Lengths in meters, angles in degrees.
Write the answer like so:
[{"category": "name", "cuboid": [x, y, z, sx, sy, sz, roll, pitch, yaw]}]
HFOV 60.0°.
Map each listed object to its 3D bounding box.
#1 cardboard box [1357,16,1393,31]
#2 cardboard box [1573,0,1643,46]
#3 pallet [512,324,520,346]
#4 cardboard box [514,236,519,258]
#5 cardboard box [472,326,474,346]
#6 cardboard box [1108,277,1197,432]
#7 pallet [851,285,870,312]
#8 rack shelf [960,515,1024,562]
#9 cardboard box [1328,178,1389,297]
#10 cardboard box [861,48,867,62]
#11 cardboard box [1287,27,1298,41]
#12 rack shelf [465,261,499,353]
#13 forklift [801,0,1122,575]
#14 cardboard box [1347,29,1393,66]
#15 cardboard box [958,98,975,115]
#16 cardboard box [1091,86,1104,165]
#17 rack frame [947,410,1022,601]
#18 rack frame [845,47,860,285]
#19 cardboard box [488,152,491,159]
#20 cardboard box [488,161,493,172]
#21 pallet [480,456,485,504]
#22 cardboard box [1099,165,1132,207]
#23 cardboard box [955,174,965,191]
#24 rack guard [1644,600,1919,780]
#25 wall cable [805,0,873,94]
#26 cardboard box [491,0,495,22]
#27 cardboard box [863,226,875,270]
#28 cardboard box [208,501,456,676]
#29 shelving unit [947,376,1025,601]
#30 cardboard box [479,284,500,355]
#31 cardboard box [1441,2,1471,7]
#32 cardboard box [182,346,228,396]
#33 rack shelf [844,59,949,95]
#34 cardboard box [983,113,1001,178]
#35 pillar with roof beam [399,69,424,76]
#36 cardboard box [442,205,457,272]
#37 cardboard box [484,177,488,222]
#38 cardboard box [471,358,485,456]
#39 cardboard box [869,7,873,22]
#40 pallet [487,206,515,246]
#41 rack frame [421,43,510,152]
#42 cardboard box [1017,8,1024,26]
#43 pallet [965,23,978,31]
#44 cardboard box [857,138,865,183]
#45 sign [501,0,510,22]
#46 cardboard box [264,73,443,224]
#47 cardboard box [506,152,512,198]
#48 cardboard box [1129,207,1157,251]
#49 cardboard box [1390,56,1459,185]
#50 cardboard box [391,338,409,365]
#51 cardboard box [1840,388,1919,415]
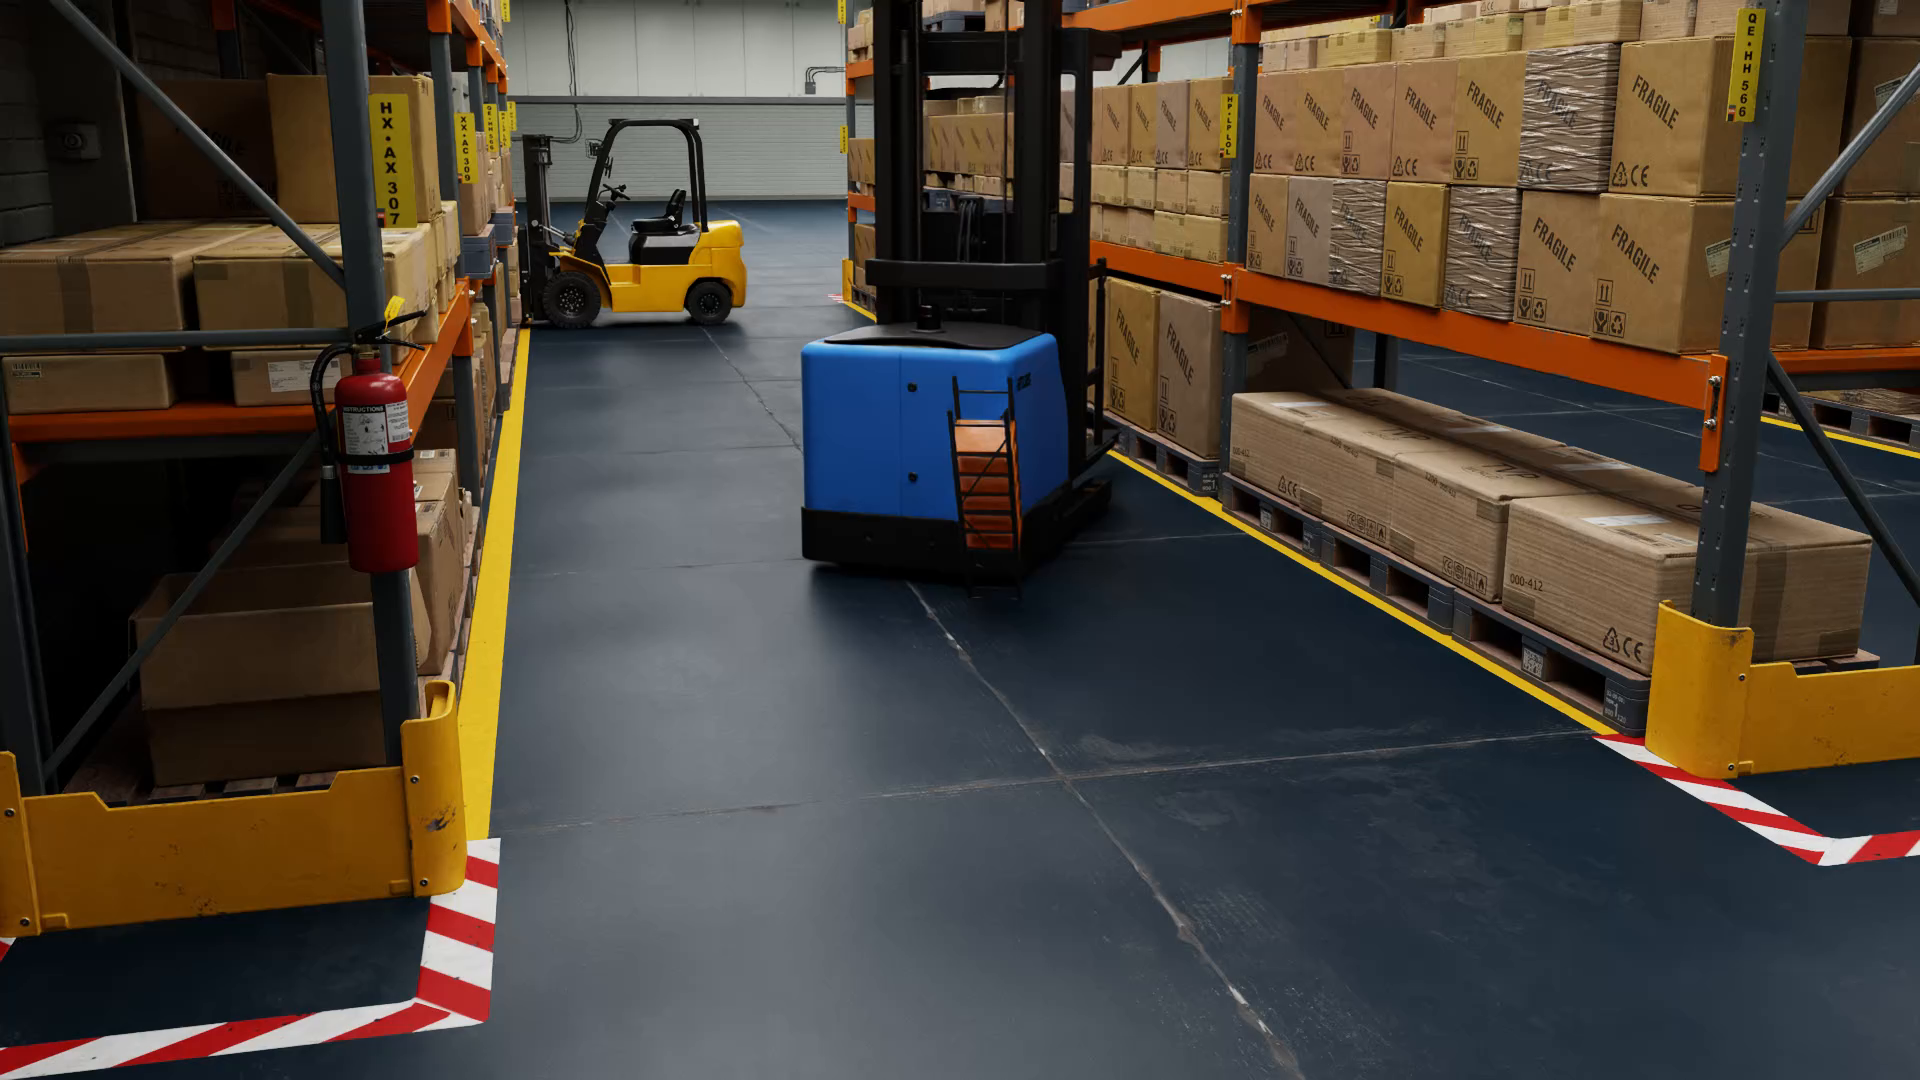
[{"category": "cardboard box", "cuboid": [4.457, -5.489, 17.686, 0.380, 0.149, 0.250, -3, 14, -13]}, {"category": "cardboard box", "cuboid": [2.379, -1.800, 5.792, 0.380, 0.149, 0.250, -3, 14, -14]}, {"category": "pallet", "cuboid": [-4.905, -2.089, 16.534, 1.003, 0.211, 1.213, -3, 14, -13]}, {"category": "cardboard box", "cuboid": [-4.806, -2.974, 17.081, 0.500, 0.250, 0.500, -3, 14, -11]}, {"category": "cardboard box", "cuboid": [-3.173, -1.233, 10.168, 0.380, 0.149, 0.250, -4, 14, -16]}, {"category": "cardboard box", "cuboid": [1.501, -1.208, 10.645, 0.875, 0.875, 0.875, -3, 14, -12]}, {"category": "pallet", "cuboid": [-0.700, -2.897, 19.839, 1.003, 0.211, 1.213, -3, 14, -13]}, {"category": "rack shelf", "cuboid": [0.141, -0.009, 7.151, 0.258, 0.103, 0.180, 2, 51, 7]}, {"category": "cardboard box", "cuboid": [2.024, -1.384, 7.562, 0.500, 0.500, 0.500, -3, 14, -13]}, {"category": "cardboard box", "cuboid": [-0.934, -5.580, 19.156, 0.380, 0.149, 0.250, -3, 14, -12]}, {"category": "cardboard box", "cuboid": [4.039, -5.898, 19.363, 0.380, 0.149, 0.250, -3, 14, -13]}, {"category": "rack shelf", "cuboid": [-3.350, -1.524, 9.862, 1.077, 0.370, 4.000, -3, 14, -13]}, {"category": "forklift", "cuboid": [0.199, -1.569, 8.672, 1.130, 2.935, 3.031, 4, 14, 17]}, {"category": "cardboard box", "cuboid": [1.976, -2.214, 7.483, 0.380, 0.149, 0.250, -4, 14, -15]}, {"category": "cardboard box", "cuboid": [0.187, -3.875, 14.877, 0.380, 0.149, 0.250, -2, 14, -10]}, {"category": "cardboard box", "cuboid": [1.115, -2.786, 11.191, 0.500, 0.500, 0.500, -3, 14, -12]}, {"category": "rack frame", "cuboid": [0.112, -0.118, 6.875, 0.240, 1.200, 0.006, 2, 51, 7]}, {"category": "rack frame", "cuboid": [-0.874, -4.458, 20.355, 1.000, 3.000, 0.127, -3, 14, -13]}, {"category": "cardboard box", "cuboid": [-3.921, -3.086, 13.161, 0.380, 0.149, 0.250, -3, 14, -12]}, {"category": "cardboard box", "cuboid": [-3.662, -2.623, 12.104, 0.500, 0.250, 0.500, -3, 14, -13]}, {"category": "pallet", "cuboid": [-3.108, -0.243, 8.979, 1.003, 0.211, 1.213, -3, 14, -13]}, {"category": "cardboard box", "cuboid": [1.215, -2.299, 10.781, 0.500, 0.250, 0.500, -3, 14, -12]}, {"category": "cardboard box", "cuboid": [0.167, -3.170, 14.727, 0.380, 0.149, 0.250, -3, 14, -11]}, {"category": "rack guard", "cuboid": [2.889, 0.453, 5.521, 1.175, 0.500, 0.348, -3, 14, -13]}, {"category": "wall cable", "cuboid": [-3.631, -16.736, 50.803, 2.305, 6.003, 0.169, -3, 14, -13]}, {"category": "cardboard box", "cuboid": [-4.717, -5.130, 15.876, 0.500, 0.311, 0.500, -3, 14, -12]}, {"category": "cardboard box", "cuboid": [-0.820, -3.364, 19.203, 0.500, 0.500, 0.500, -4, 14, -15]}, {"category": "cardboard box", "cuboid": [-2.155, 0.175, 5.773, 0.700, 0.500, 0.500, -3, 14, -11]}, {"category": "shelving unit", "cuboid": [0.120, -0.189, 6.932, 0.258, 1.200, 0.189, 2, 51, 7]}, {"category": "cardboard box", "cuboid": [-4.114, -1.681, 13.105, 0.875, 0.625, 0.625, -3, 14, -11]}, {"category": "cardboard box", "cuboid": [5.174, -5.318, 16.773, 0.500, 0.250, 0.500, -3, 14, -13]}, {"category": "cardboard box", "cuboid": [-2.279, -0.491, 4.646, 0.380, 0.149, 0.250, -3, 14, -12]}, {"category": "rack shelf", "cuboid": [-0.405, -5.105, 18.196, 1.077, 0.370, 4.000, -3, 14, -13]}, {"category": "cardboard box", "cuboid": [0.496, -3.218, 13.556, 0.500, 0.500, 0.500, -4, 14, -14]}, {"category": "pillar with roof beam", "cuboid": [-3.635, -8.508, 24.292, 9.100, 9.000, 0.400, -3, 14, -13]}, {"category": "cardboard box", "cuboid": [-2.391, -1.265, 6.976, 0.500, 0.250, 0.500, -3, 14, -13]}, {"category": "cardboard box", "cuboid": [-2.833, -1.893, 9.254, 0.396, 0.266, 0.258, -3, 14, -10]}, {"category": "cardboard box", "cuboid": [-3.022, -0.764, 9.616, 0.500, 0.500, 0.500, -4, 14, -15]}, {"category": "cardboard box", "cuboid": [-0.796, -5.790, 18.336, 0.380, 0.149, 0.250, -3, 14, -12]}, {"category": "pallet", "cuboid": [-3.592, -2.090, 11.064, 1.213, 0.211, 1.003, -3, 14, -13]}, {"category": "rack frame", "cuboid": [-5.698, -4.181, 19.219, 1.000, 3.000, 0.127, -3, 14, -13]}, {"category": "cardboard box", "cuboid": [0.660, -4.066, 12.958, 0.380, 0.149, 0.250, -3, 14, -13]}, {"category": "pallet", "cuboid": [0.107, -4.753, 15.637, 1.213, 0.211, 1.003, -3, 14, -13]}, {"category": "cardboard box", "cuboid": [-0.908, -4.407, 19.309, 0.500, 0.500, 0.500, -3, 14, -11]}, {"category": "sign", "cuboid": [-5.168, -6.057, 18.878, 0.100, 0.325, 0.005, -3, 14, -13]}, {"category": "cardboard box", "cuboid": [-2.138, -1.391, 5.911, 0.500, 0.500, 0.500, -3, 14, -12]}, {"category": "cardboard box", "cuboid": [-5.215, -4.010, 18.311, 0.500, 0.500, 0.500, -3, 14, -11]}, {"category": "cardboard box", "cuboid": [1.375, -1.942, 10.370, 0.500, 0.250, 0.500, -4, 14, -15]}, {"category": "cardboard box", "cuboid": [2.158, -1.749, 6.947, 0.500, 0.500, 0.500, -3, 14, -14]}, {"category": "cardboard box", "cuboid": [-1.951, -0.635, 5.237, 0.380, 0.149, 0.250, -3, 14, -11]}, {"category": "cardboard box", "cuboid": [6.313, -1.136, 11.137, 0.500, 0.500, 0.500, -4, 14, -14]}]
